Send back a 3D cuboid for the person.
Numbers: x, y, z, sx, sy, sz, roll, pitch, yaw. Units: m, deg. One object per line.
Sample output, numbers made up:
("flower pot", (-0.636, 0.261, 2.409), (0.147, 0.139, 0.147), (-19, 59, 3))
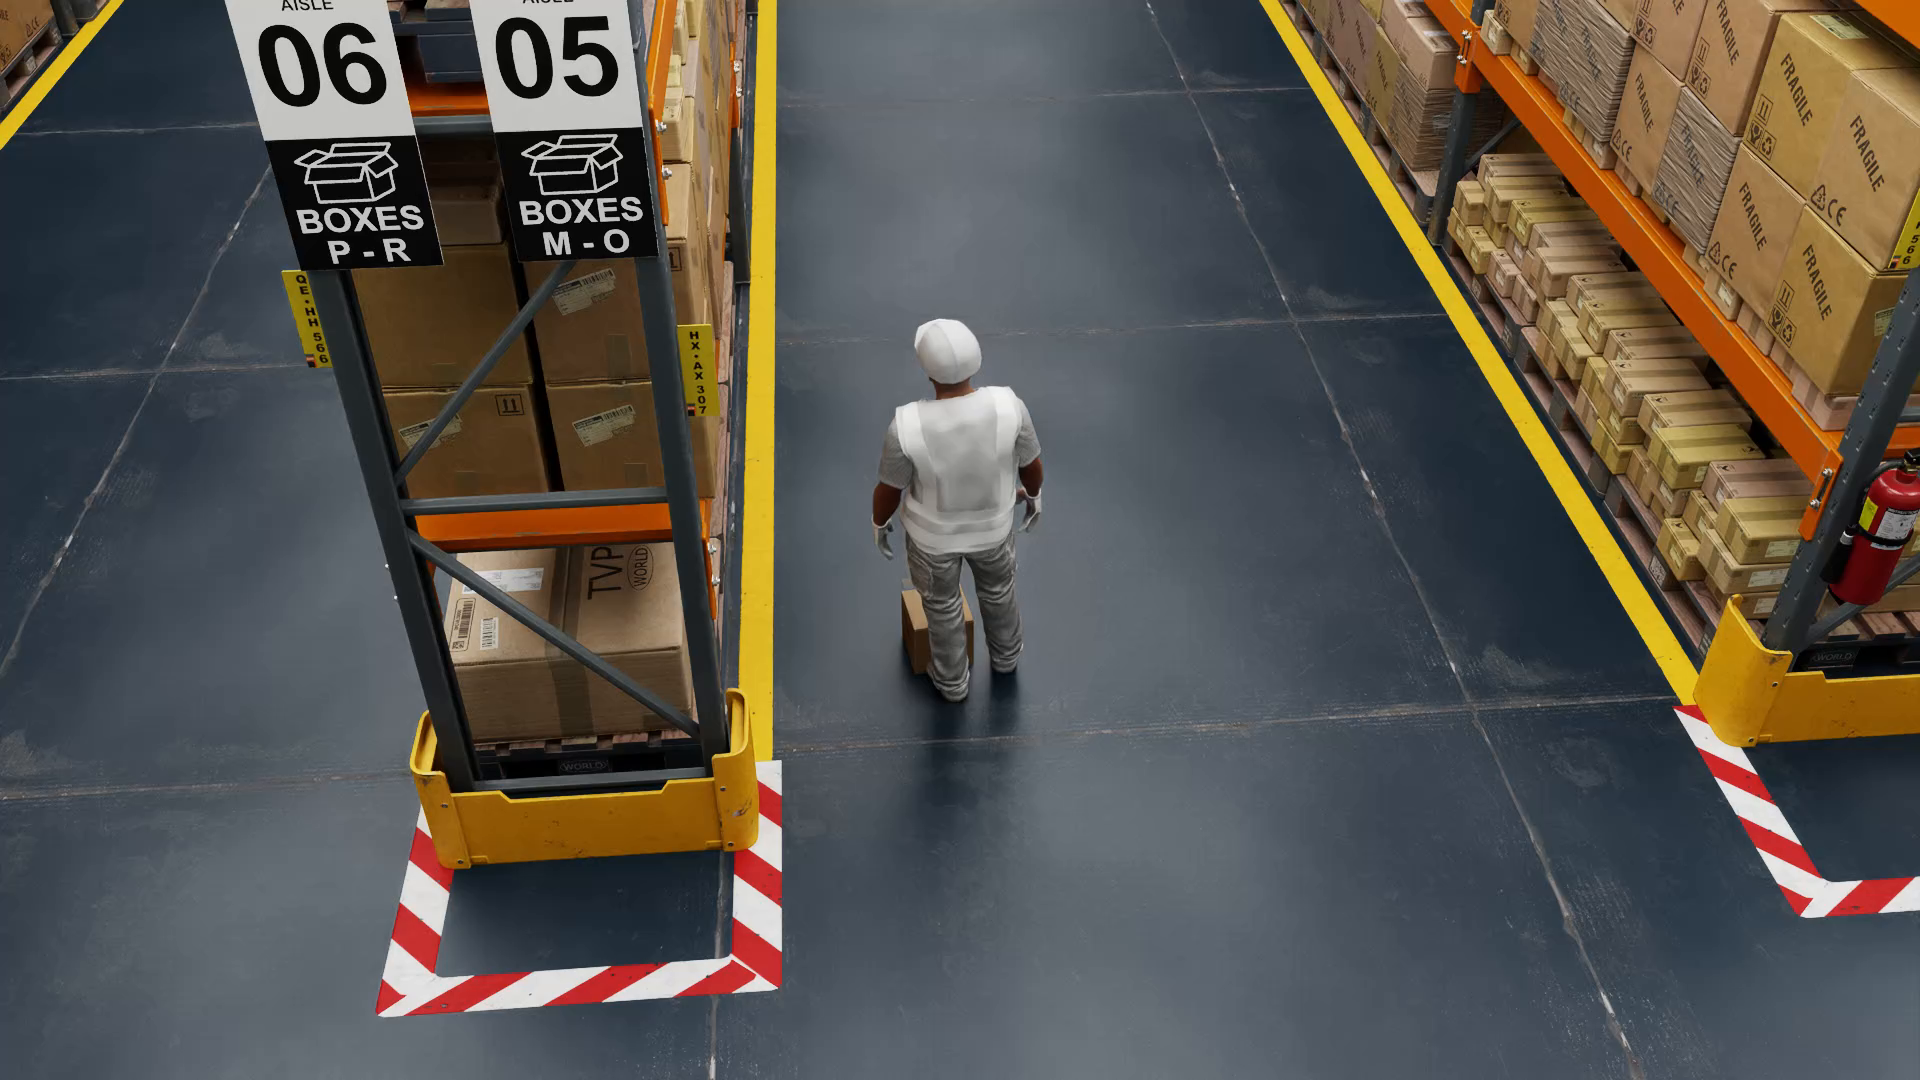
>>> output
("person", (-0.019, -0.121, 6.273), (0.657, 1.783, 0.576), (-8, 39, -9))
